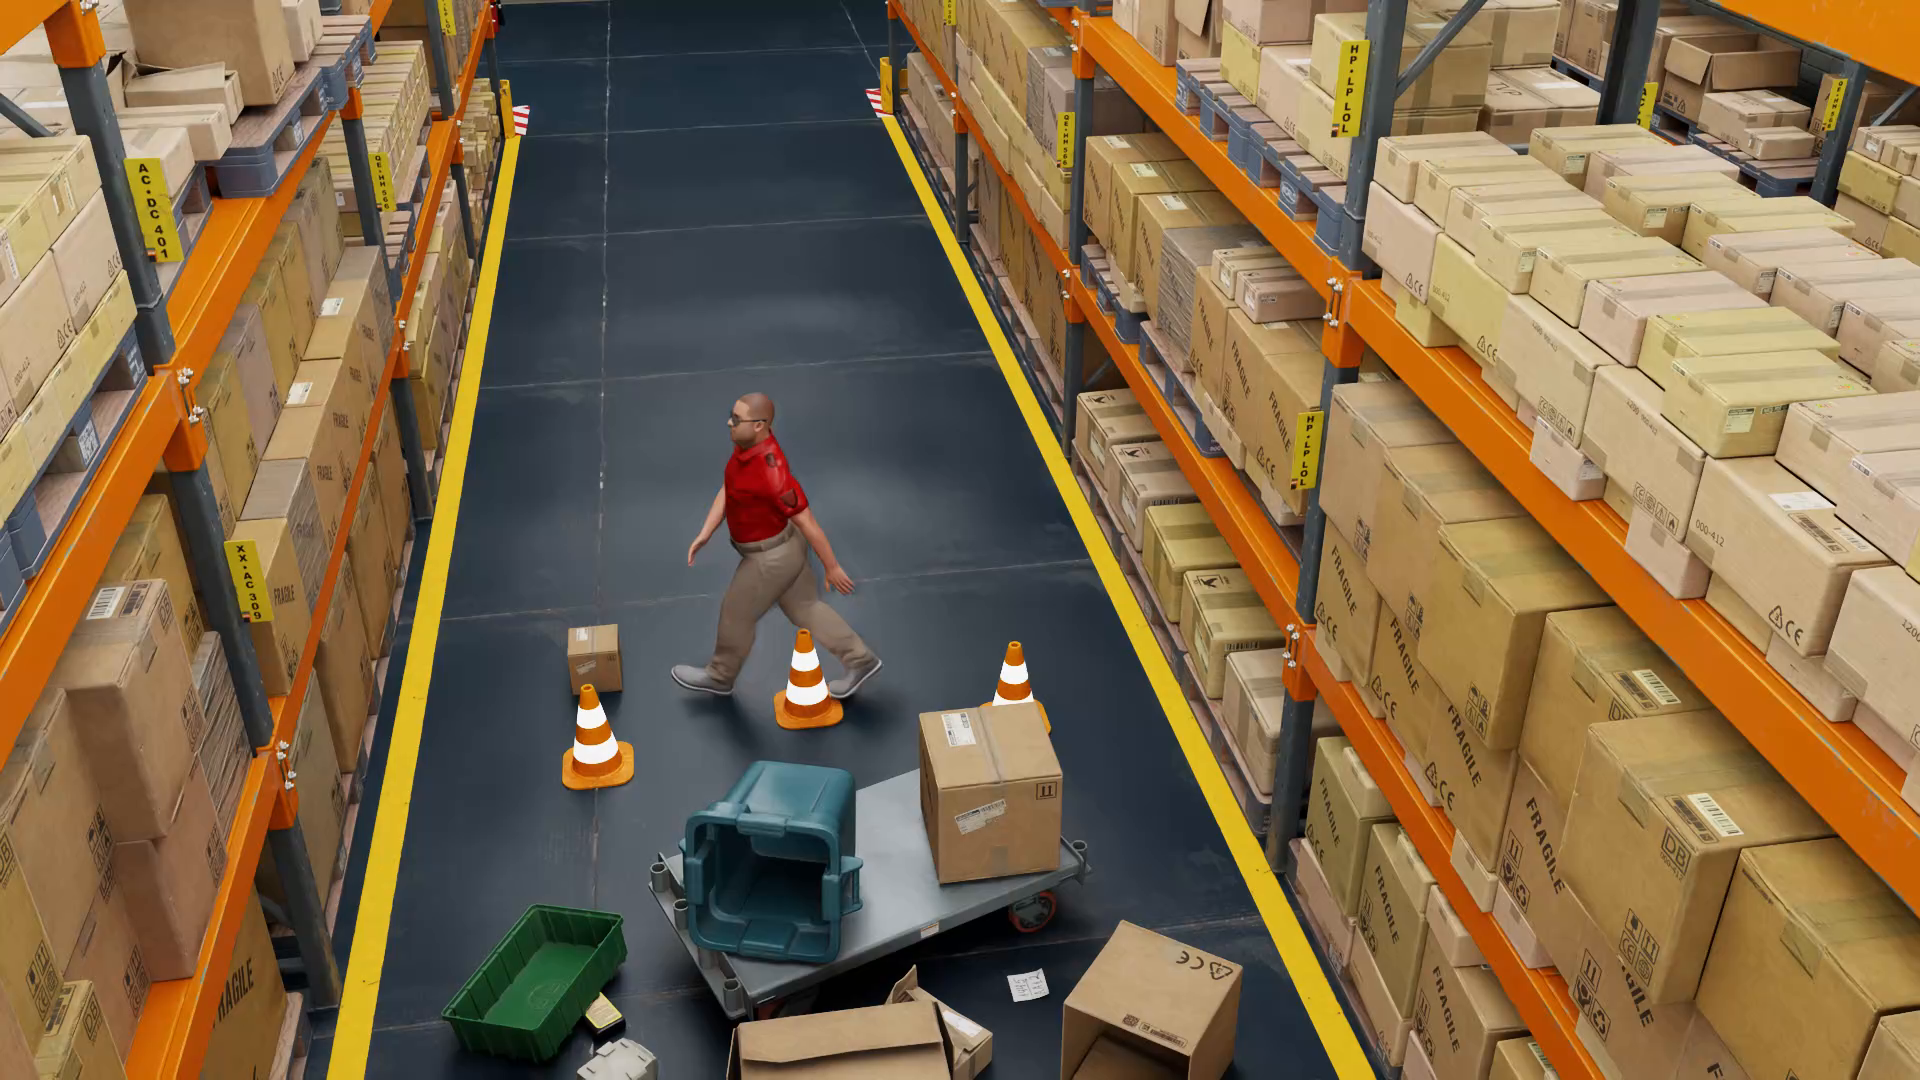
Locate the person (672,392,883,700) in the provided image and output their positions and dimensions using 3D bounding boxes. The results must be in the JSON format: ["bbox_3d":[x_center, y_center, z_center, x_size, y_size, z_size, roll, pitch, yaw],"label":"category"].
[{"bbox_3d":[-0.930,0.057,8.079,1.075,1.665,0.525,-1,31,-2],"label":"person"}]
